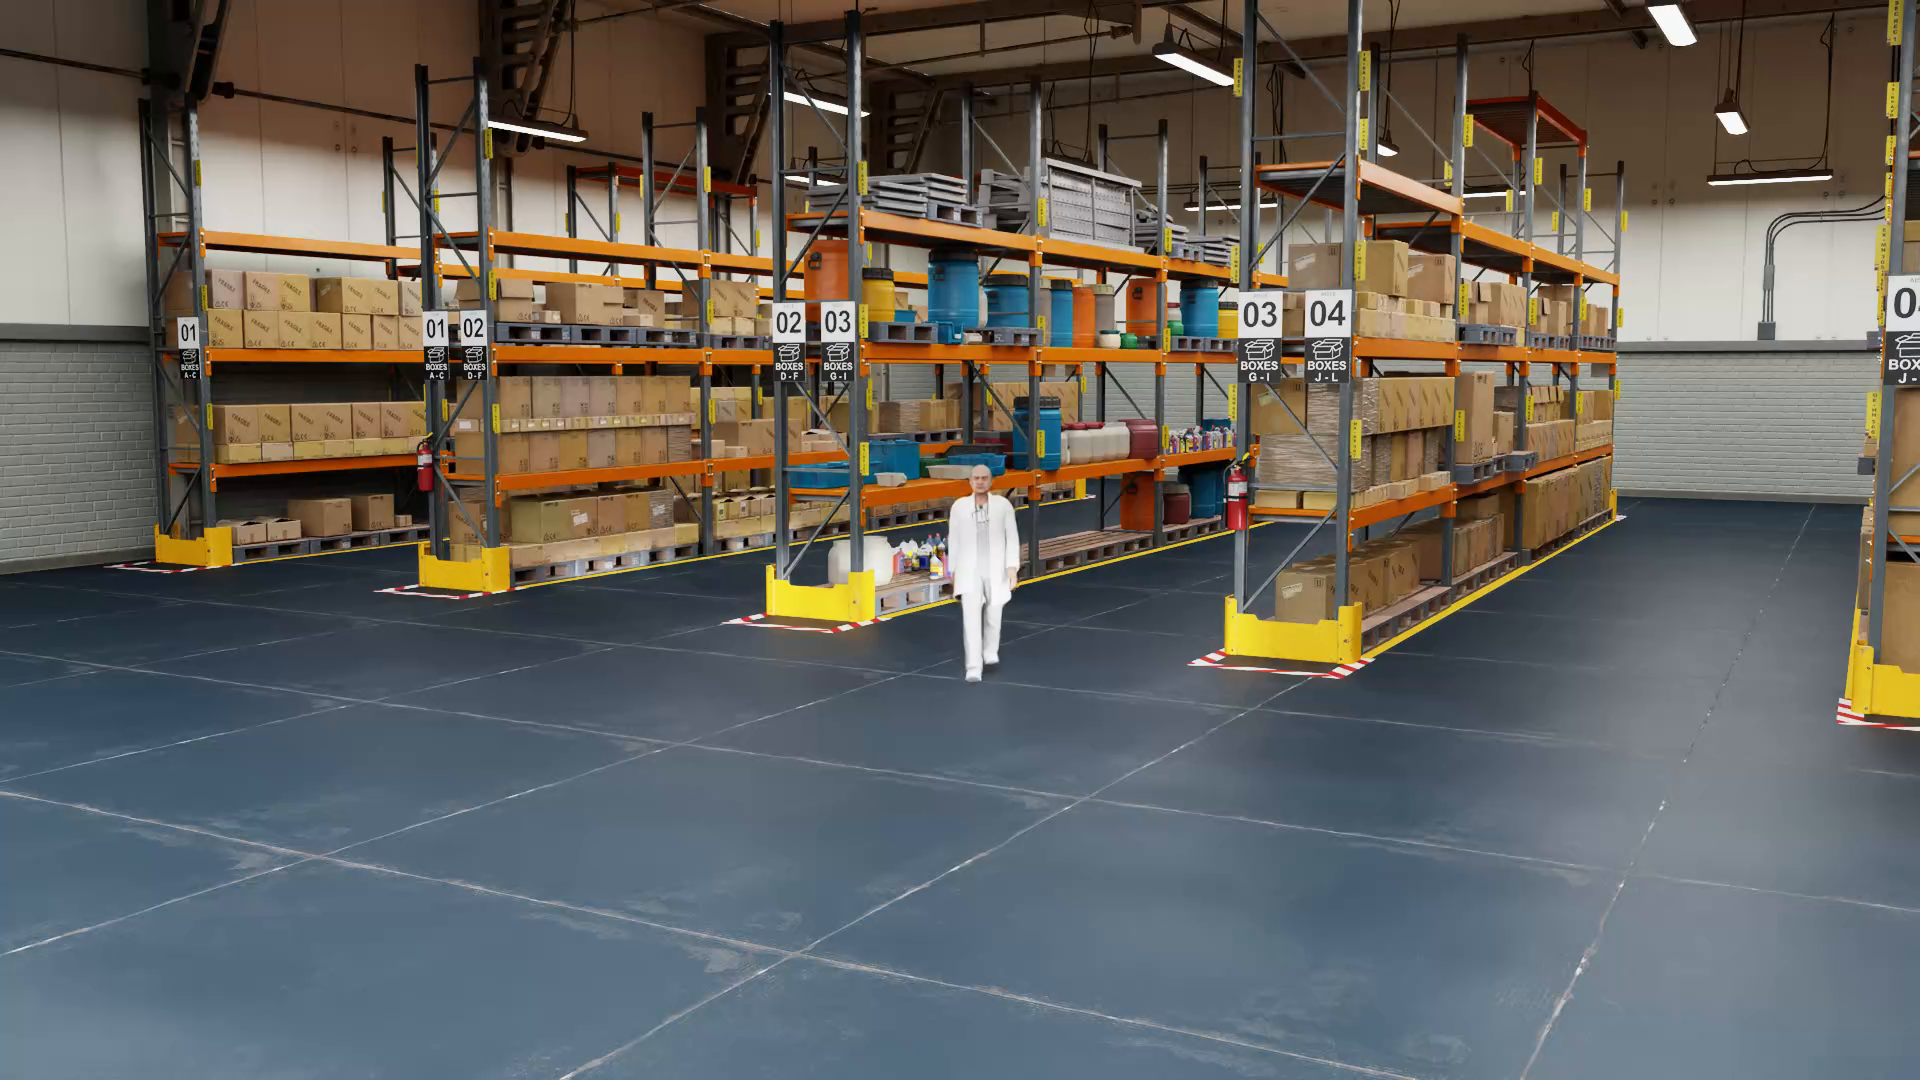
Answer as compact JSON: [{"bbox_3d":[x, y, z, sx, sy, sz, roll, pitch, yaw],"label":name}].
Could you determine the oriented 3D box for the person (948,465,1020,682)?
[{"bbox_3d":[0.194,0.255,13.581,0.574,1.737,1.117,0,6,-2],"label":"person"}]
